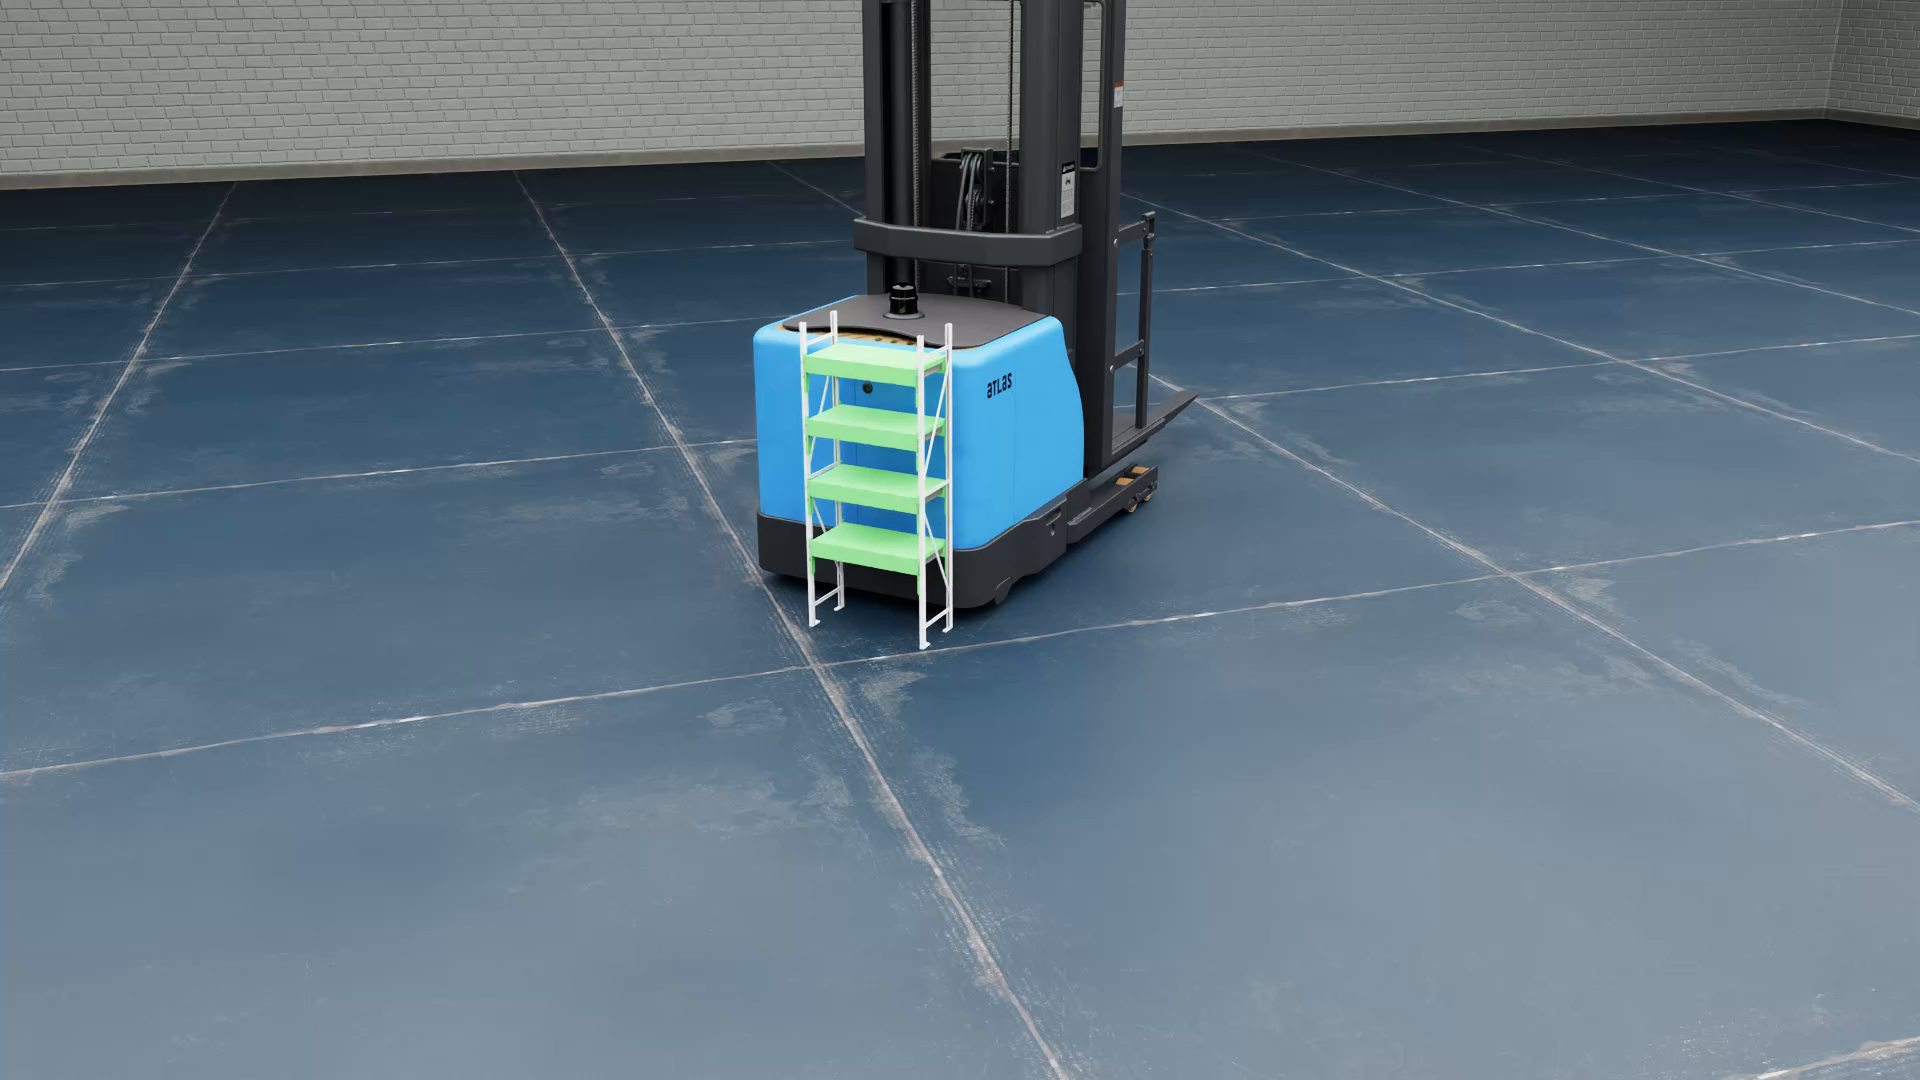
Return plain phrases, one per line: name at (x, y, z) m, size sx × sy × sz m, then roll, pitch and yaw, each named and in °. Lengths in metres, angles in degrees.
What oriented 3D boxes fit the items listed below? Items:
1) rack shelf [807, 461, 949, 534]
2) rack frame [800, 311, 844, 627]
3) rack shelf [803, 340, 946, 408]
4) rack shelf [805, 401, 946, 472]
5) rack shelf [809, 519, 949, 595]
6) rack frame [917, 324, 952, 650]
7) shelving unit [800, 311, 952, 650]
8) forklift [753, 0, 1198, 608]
rack shelf at (-0.308, -0.165, 6.290) m, size 0.480 × 0.148 × 0.258 m, roll 10°, pitch 22°, yaw 25°
rack frame at (-0.525, -0.263, 6.372) m, size 0.015 × 1.200 × 0.240 m, roll 10°, pitch 22°, yaw 25°
rack shelf at (-0.308, -0.617, 6.128) m, size 0.480 × 0.148 × 0.258 m, roll 10°, pitch 22°, yaw 25°
rack shelf at (-0.308, -0.391, 6.209) m, size 0.480 × 0.148 × 0.258 m, roll 10°, pitch 22°, yaw 25°
rack shelf at (-0.308, 0.061, 6.371) m, size 0.480 × 0.148 × 0.258 m, roll 10°, pitch 22°, yaw 25°
rack frame at (-0.091, -0.188, 6.164) m, size 0.015 × 1.200 × 0.240 m, roll 10°, pitch 22°, yaw 25°
shelving unit at (-0.308, -0.225, 6.268) m, size 0.503 × 1.200 × 0.258 m, roll 10°, pitch 22°, yaw 25°
forklift at (0.291, -1.568, 7.447) m, size 1.130 × 2.935 × 3.031 m, roll 10°, pitch 22°, yaw 26°
